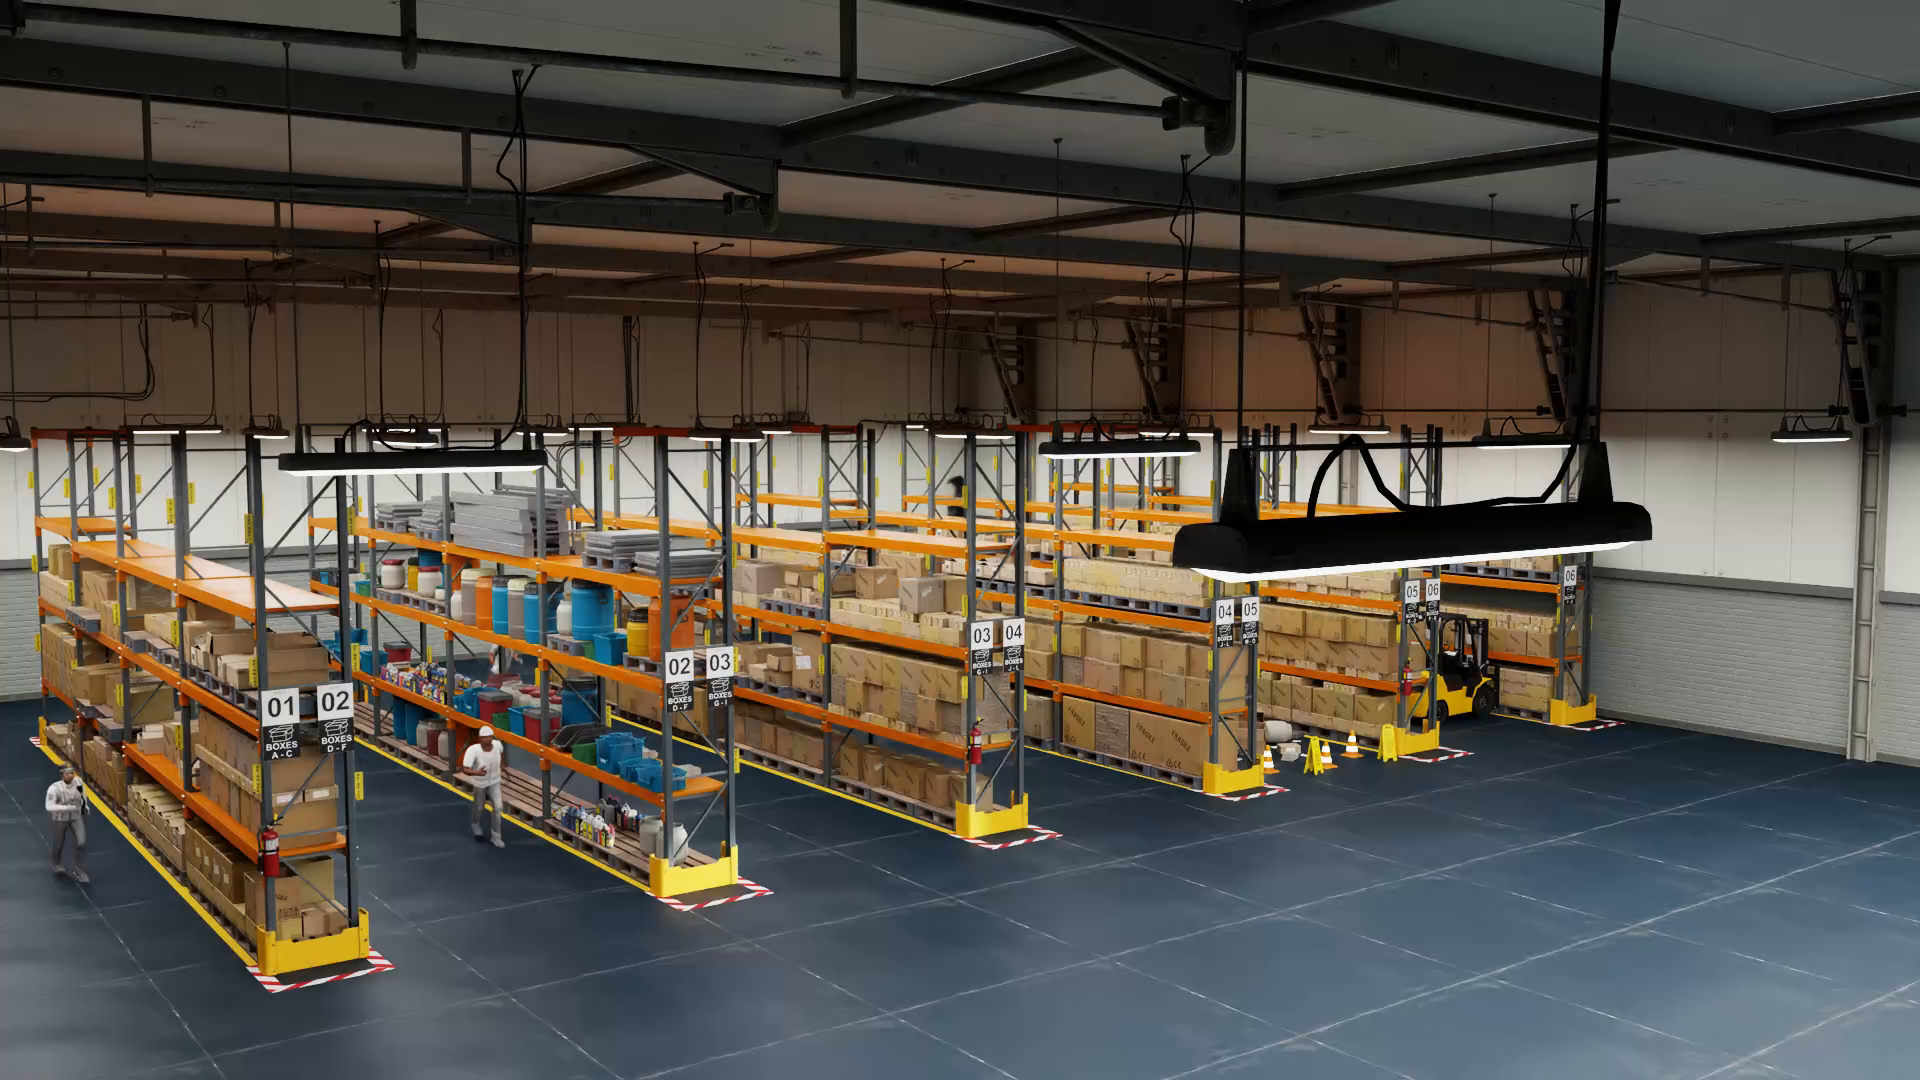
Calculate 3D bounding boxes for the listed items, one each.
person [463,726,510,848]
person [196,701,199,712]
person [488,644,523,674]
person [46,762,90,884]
[{"bbox_3d":[-6.919,3.552,24.249,0.728,1.750,0.989,-3,5,-33],"label":"person"},{"bbox_3d":[-15.724,2.805,34.864,0.830,1.626,0.615,-2,5,-19],"label":"person"},{"bbox_3d":[-9.695,2.723,35.277,0.920,1.700,0.688,2,5,21],"label":"person"},{"bbox_3d":[-11.985,3.762,22.327,0.597,1.658,0.941,-4,6,-43],"label":"person"}]
